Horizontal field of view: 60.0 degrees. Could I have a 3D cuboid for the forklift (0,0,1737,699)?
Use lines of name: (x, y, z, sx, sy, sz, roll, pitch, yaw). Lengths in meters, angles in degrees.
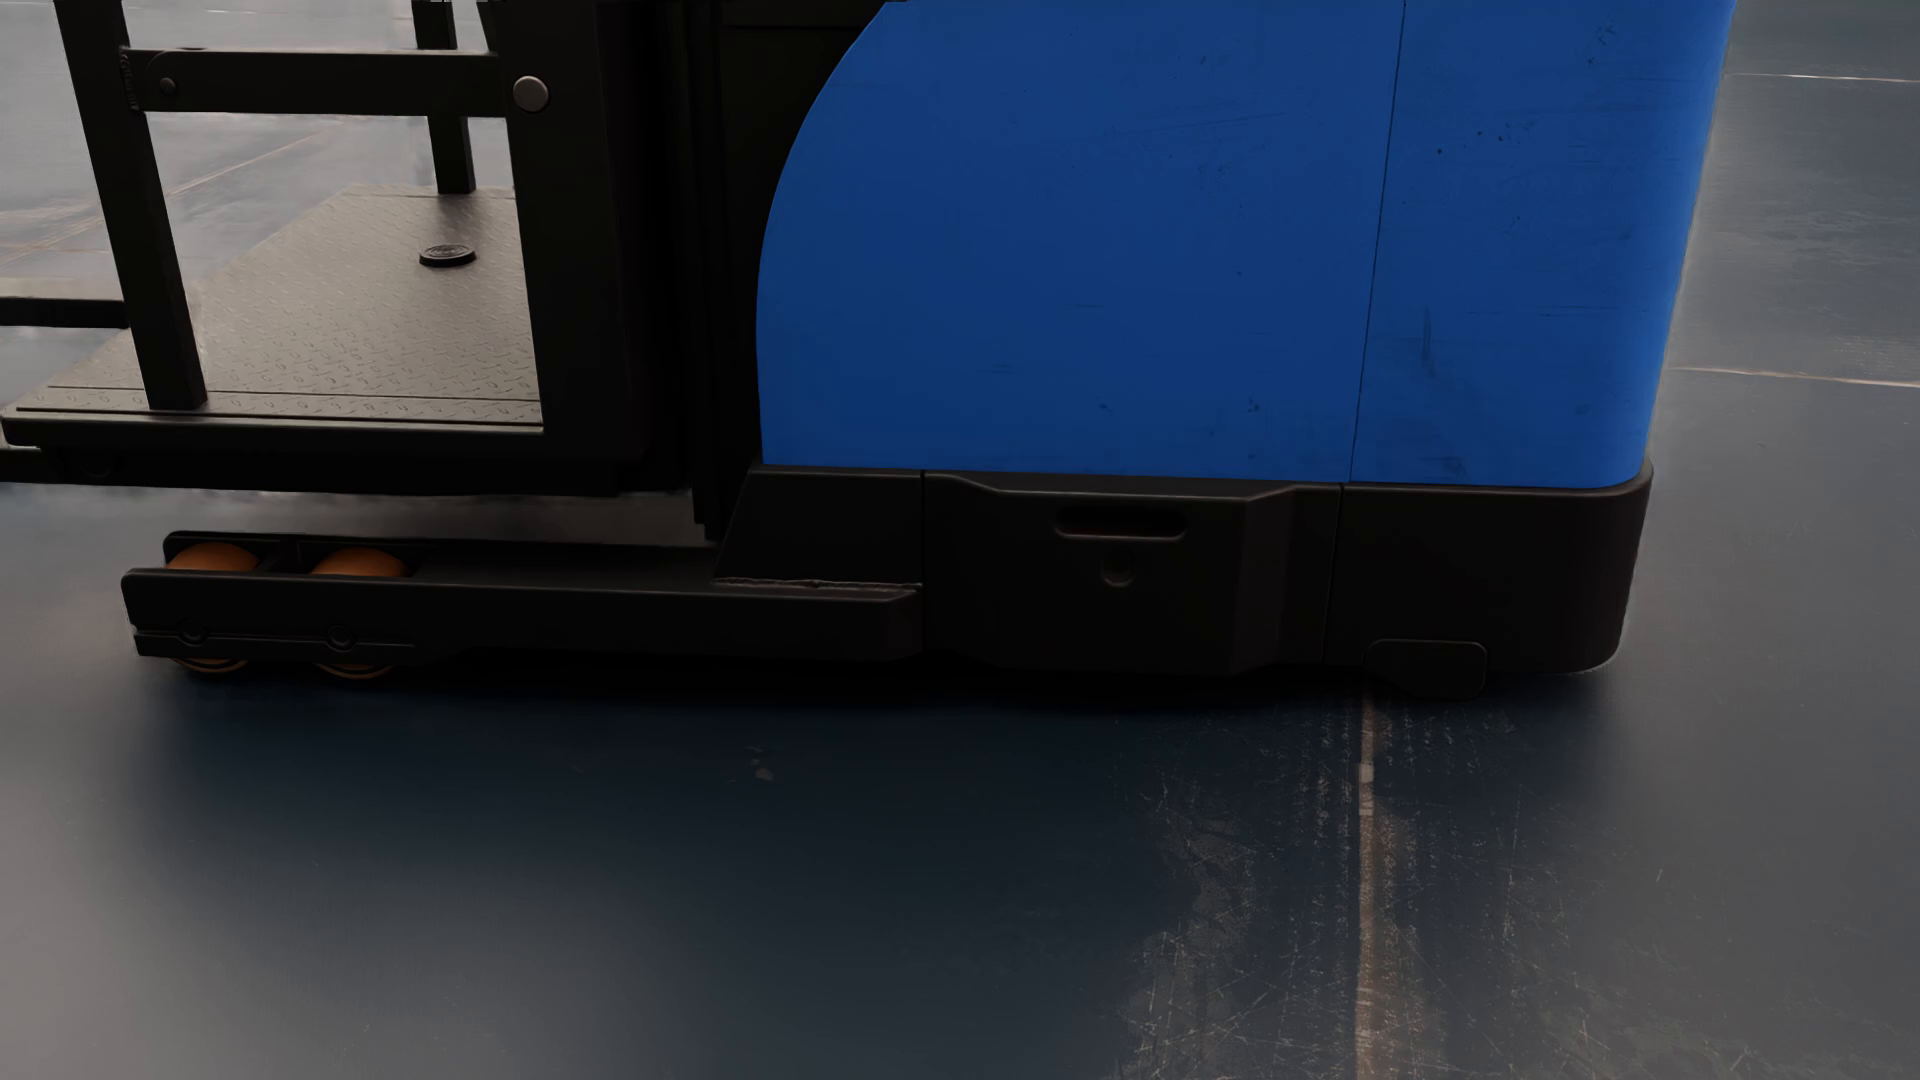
forklift: (-0.650, -1.364, 1.950, 3.031, 2.935, 1.130, 2, 27, 4)
